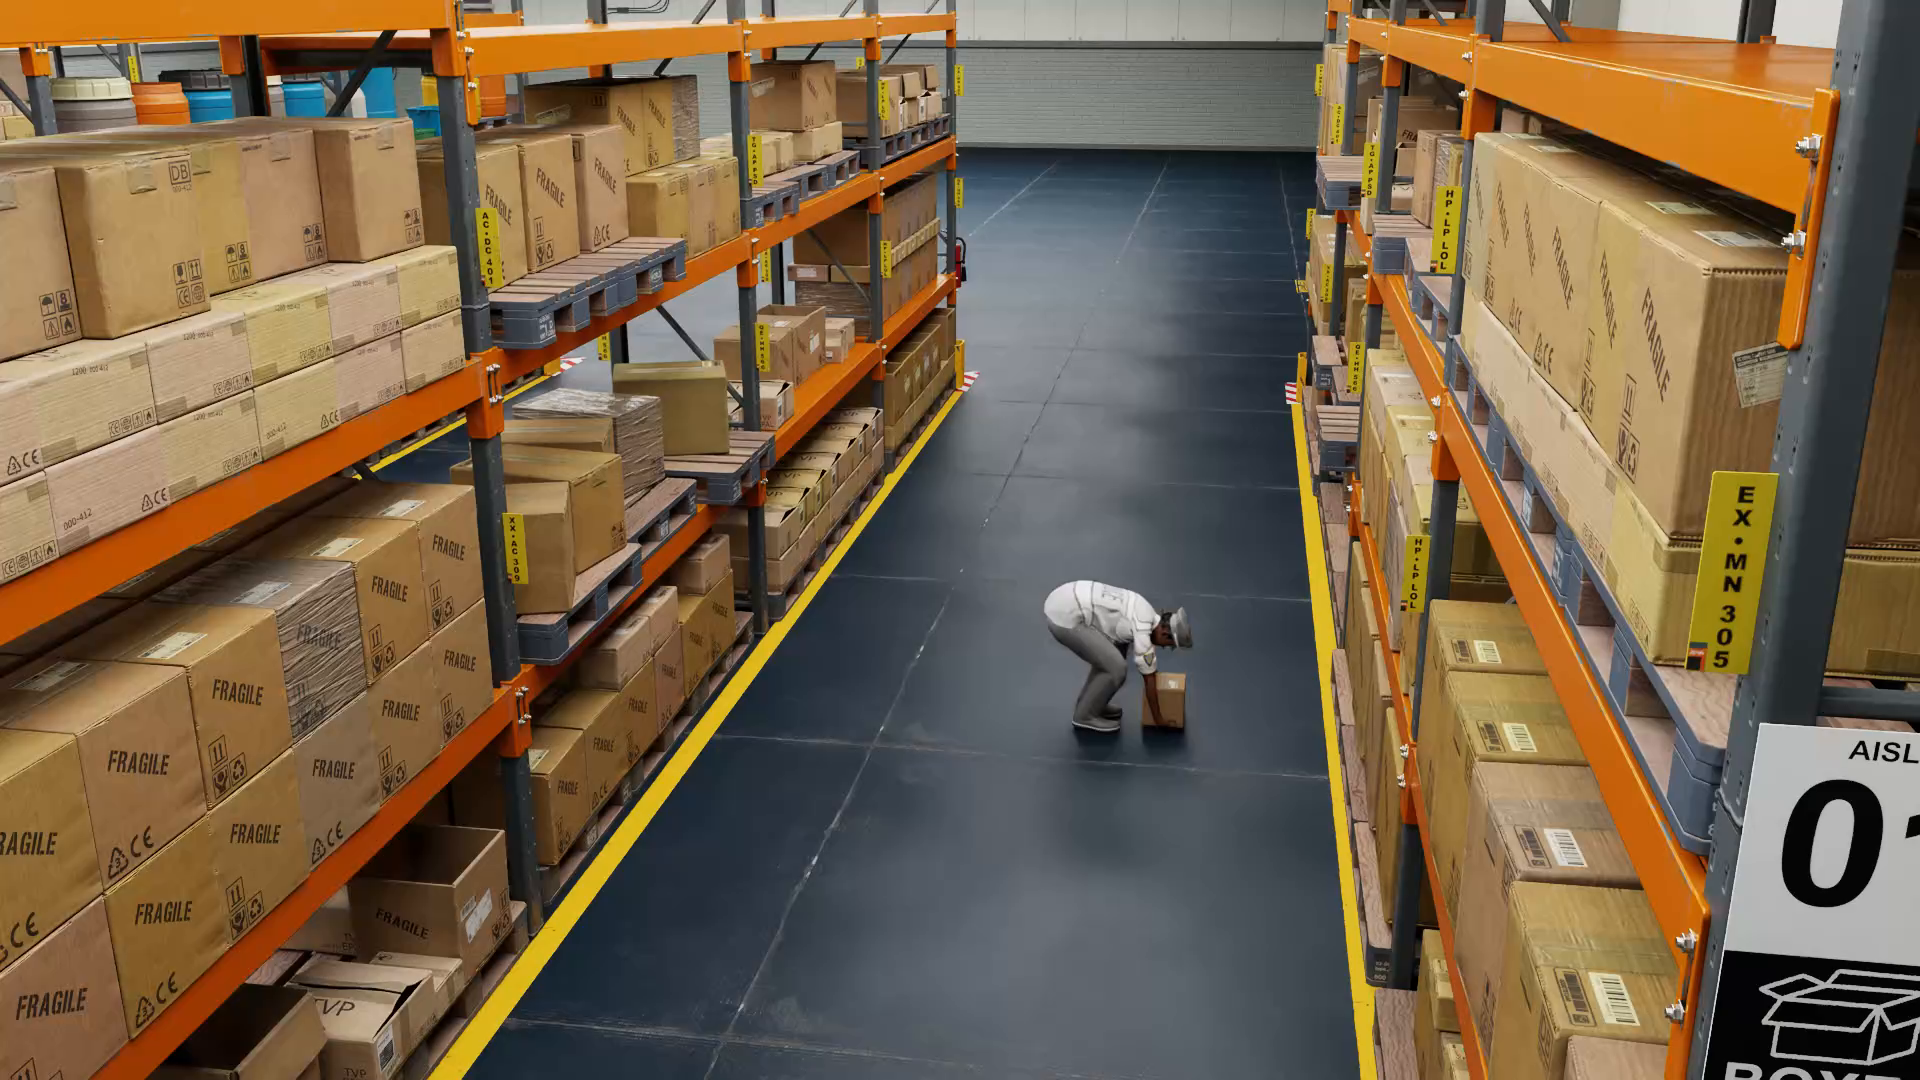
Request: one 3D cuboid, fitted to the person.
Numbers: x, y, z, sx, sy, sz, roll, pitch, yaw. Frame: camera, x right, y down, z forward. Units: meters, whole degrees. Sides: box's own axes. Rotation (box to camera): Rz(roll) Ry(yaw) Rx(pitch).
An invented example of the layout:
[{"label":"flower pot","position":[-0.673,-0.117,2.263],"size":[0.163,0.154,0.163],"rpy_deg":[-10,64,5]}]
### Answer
[{"label":"person","position":[0.961,0.702,10.138],"size":[0.905,0.896,0.447],"rpy_deg":[2,18,6]}]
